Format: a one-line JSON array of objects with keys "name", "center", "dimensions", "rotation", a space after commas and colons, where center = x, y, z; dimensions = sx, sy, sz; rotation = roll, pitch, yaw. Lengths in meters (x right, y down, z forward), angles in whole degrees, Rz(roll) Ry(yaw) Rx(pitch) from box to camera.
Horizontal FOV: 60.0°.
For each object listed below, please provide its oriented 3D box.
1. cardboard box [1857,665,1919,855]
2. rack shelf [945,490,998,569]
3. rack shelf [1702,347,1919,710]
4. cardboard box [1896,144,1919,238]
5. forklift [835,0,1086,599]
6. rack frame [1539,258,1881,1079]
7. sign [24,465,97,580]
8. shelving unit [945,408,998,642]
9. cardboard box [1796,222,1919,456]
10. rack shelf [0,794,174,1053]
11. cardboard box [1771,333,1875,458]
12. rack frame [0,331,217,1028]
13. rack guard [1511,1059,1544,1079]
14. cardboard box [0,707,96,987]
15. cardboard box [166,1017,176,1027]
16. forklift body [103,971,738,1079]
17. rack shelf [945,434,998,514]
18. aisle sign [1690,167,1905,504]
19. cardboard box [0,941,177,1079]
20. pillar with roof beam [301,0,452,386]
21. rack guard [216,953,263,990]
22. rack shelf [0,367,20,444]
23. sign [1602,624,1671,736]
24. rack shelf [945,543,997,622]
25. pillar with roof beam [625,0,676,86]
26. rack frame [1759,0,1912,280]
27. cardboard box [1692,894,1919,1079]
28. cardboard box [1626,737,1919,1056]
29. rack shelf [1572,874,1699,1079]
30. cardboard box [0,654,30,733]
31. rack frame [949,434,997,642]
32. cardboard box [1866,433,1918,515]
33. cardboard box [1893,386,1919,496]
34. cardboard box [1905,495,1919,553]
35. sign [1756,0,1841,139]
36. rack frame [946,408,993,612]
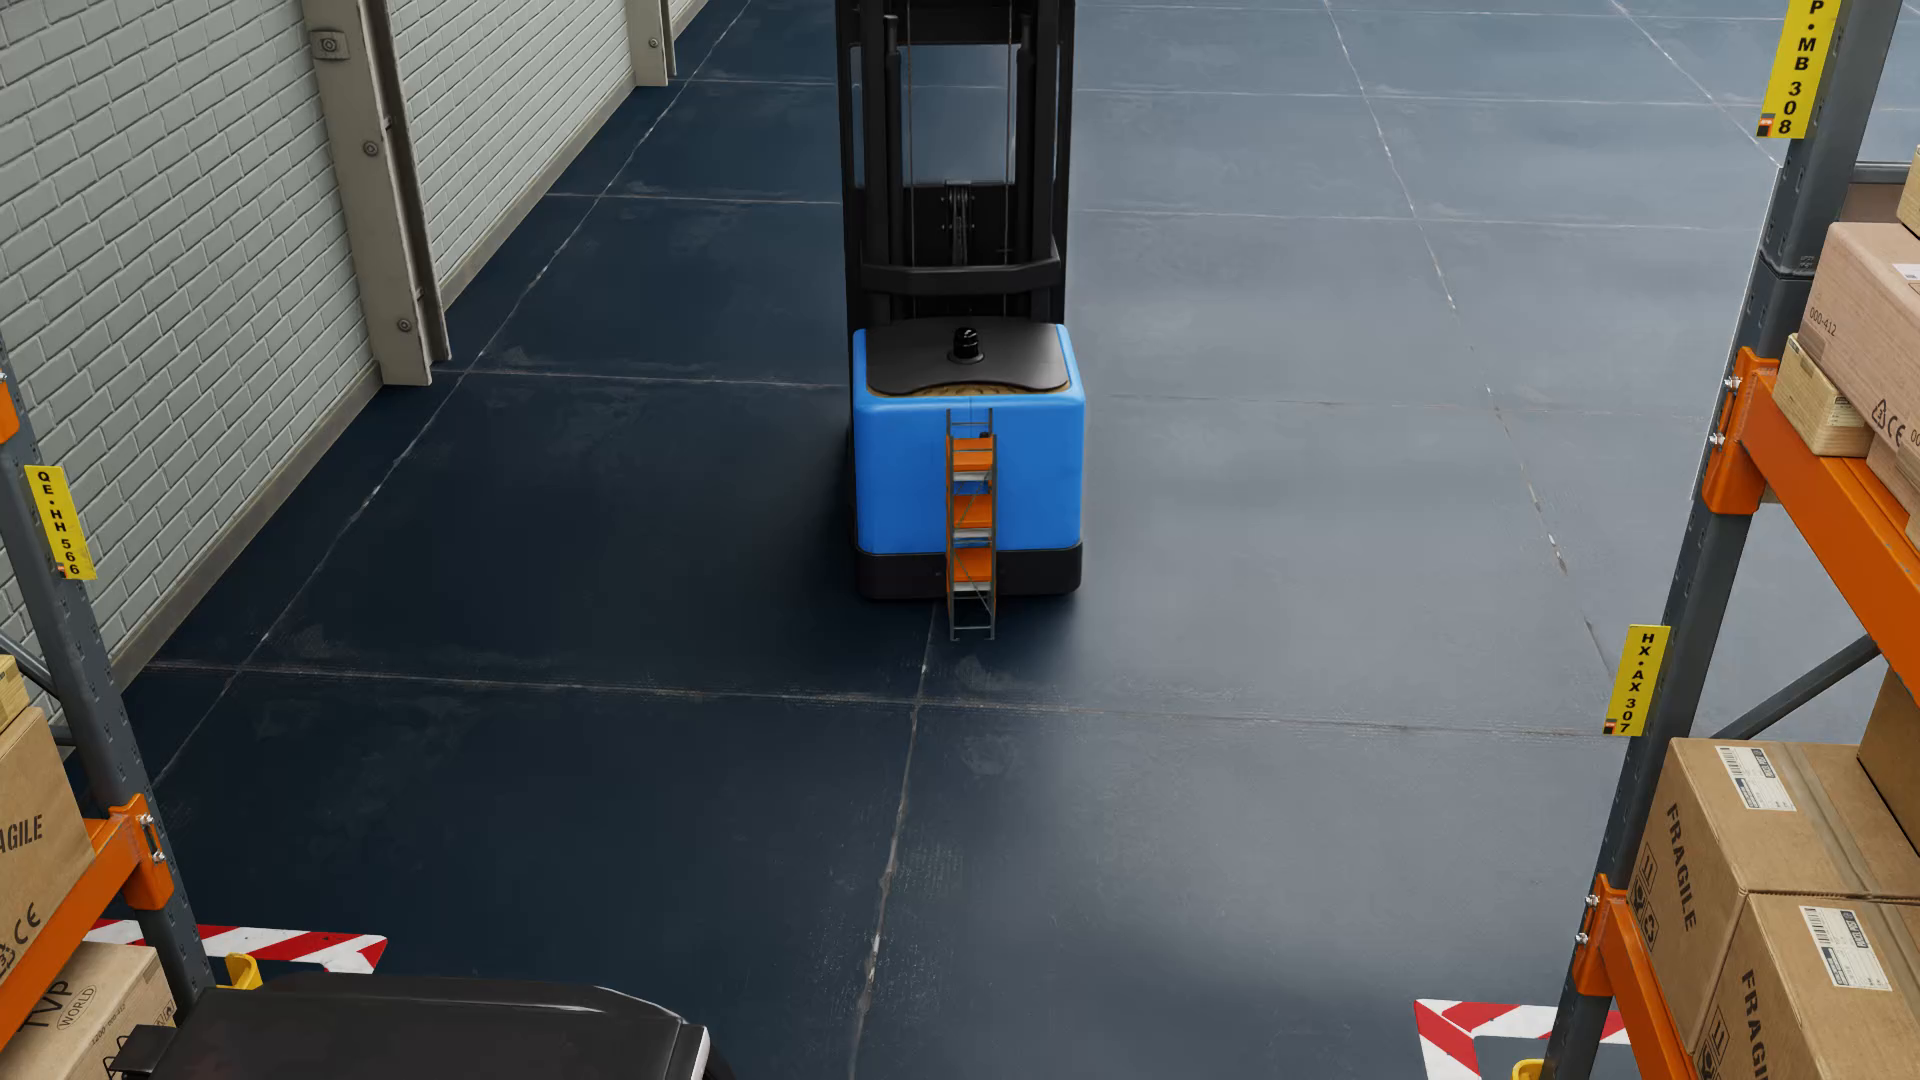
[{"name": "cardboard box", "center": [2.351, 0.415, 3.386], "dimensions": [0.700, 0.500, 0.500], "rotation": [2, 32, 3]}, {"name": "rack shelf", "center": [0.048, -0.047, 7.345], "dimensions": [0.215, 0.259, 0.240], "rotation": [-2, 32, -3]}, {"name": "rack shelf", "center": [2.012, 0.808, 1.906], "dimensions": [1.077, 0.370, 4.000], "rotation": [2, 32, 4]}, {"name": "cardboard box", "center": [1.942, -0.599, 2.984], "dimensions": [0.380, 0.149, 0.250], "rotation": [2, 32, 4]}, {"name": "forklift", "center": [-0.037, -1.718, 8.244], "dimensions": [1.130, 2.935, 3.031], "rotation": [-2, 32, -3]}, {"name": "rack frame", "center": [2.175, 0.733, 4.201], "dimensions": [1.000, 3.000, 0.127], "rotation": [2, 32, 4]}, {"name": "sign", "center": [-2.233, -0.040, 4.127], "dimensions": [0.100, 0.325, 0.005], "rotation": [2, 32, 4]}, {"name": "shelving unit", "center": [0.048, -0.056, 7.339], "dimensions": [0.215, 1.050, 0.252], "rotation": [-2, 32, -3]}, {"name": "cardboard box", "center": [1.868, -0.355, 2.967], "dimensions": [0.500, 0.250, 0.500], "rotation": [2, 32, 3]}, {"name": "rack shelf", "center": [-2.936, 1.875, 3.034], "dimensions": [1.077, 0.370, 4.000], "rotation": [2, 32, 4]}, {"name": "cardboard box", "center": [1.824, -0.277, 3.221], "dimensions": [0.380, 0.149, 0.250], "rotation": [2, 32, 4]}, {"name": "rack frame", "center": [-2.770, 0.523, 4.542], "dimensions": [0.949, 2.616, 0.053], "rotation": [2, 32, 4]}, {"name": "rack guard", "center": [2.168, 1.837, 4.793], "dimensions": [1.175, 0.500, 0.348], "rotation": [2, 32, 4]}, {"name": "cardboard box", "center": [-2.551, 0.749, 4.080], "dimensions": [0.500, 0.500, 0.500], "rotation": [2, 32, 3]}, {"name": "cardboard box", "center": [-2.501, 1.570, 4.587], "dimensions": [0.500, 0.250, 0.500], "rotation": [2, 32, 3]}, {"name": "forklift body", "center": [-1.109, 1.954, 3.029], "dimensions": [2.313, 2.155, 1.214], "rotation": [2, 32, 4]}, {"name": "rack shelf", "center": [0.048, -0.288, 7.196], "dimensions": [0.215, 0.259, 0.240], "rotation": [-2, 32, -3]}, {"name": "aisle sign", "center": [1.871, -0.419, 3.593], "dimensions": [0.394, 0.787, 0.004], "rotation": [2, 32, 4]}, {"name": "cardboard box", "center": [-2.500, 1.343, 4.479], "dimensions": [0.500, 0.250, 0.500], "rotation": [3, 32, 6]}, {"name": "pillar with roof beam", "center": [1.051, -4.659, 7.232], "dimensions": [9.100, 9.000, 0.400], "rotation": [2, 32, 4]}, {"name": "rack guard", "center": [-2.771, 1.575, 5.218], "dimensions": [1.175, 0.500, 0.348], "rotation": [2, 32, 4]}, {"name": "rack shelf", "center": [-2.936, 0.598, 2.247], "dimensions": [1.077, 0.370, 4.000], "rotation": [2, 32, 4]}, {"name": "sign", "center": [1.634, 0.342, 4.012], "dimensions": [0.100, 0.325, 0.005], "rotation": [2, 32, 4]}, {"name": "rack shelf", "center": [0.048, 0.190, 7.491], "dimensions": [0.215, 0.259, 0.240], "rotation": [-2, 32, -3]}, {"name": "pillar with roof beam", "center": [1.540, -7.796, 12.323], "dimensions": [9.100, 9.000, 0.400], "rotation": [2, 32, 4]}, {"name": "rack frame", "center": [2.175, -1.821, 2.627], "dimensions": [1.000, 3.000, 0.127], "rotation": [2, 32, 4]}, {"name": "cardboard box", "center": [1.821, 1.071, 3.275], "dimensions": [0.500, 0.500, 0.500], "rotation": [3, 32, 5]}, {"name": "cardboard box", "center": [1.860, 0.800, 3.714], "dimensions": [0.500, 0.500, 0.500], "rotation": [2, 32, 3]}, {"name": "rack shelf", "center": [2.012, 2.085, 2.693], "dimensions": [1.077, 0.370, 4.000], "rotation": [2, 32, 4]}, {"name": "cardboard box", "center": [-2.522, 0.398, 4.032], "dimensions": [0.380, 0.149, 0.250], "rotation": [3, 32, 5]}, {"name": "rack frame", "center": [0.055, 0.008, 7.236], "dimensions": [0.200, 1.050, 0.008], "rotation": [-2, 32, -3]}, {"name": "cardboard box", "center": [1.892, -0.136, 2.992], "dimensions": [0.380, 0.149, 0.250], "rotation": [1, 32, 2]}, {"name": "cardboard box", "center": [1.817, -0.092, 2.541], "dimensions": [0.500, 0.250, 0.500], "rotation": [2, 32, 3]}, {"name": "cardboard box", "center": [1.836, 0.001, 2.770], "dimensions": [0.380, 0.149, 0.250], "rotation": [3, 32, 5]}, {"name": "sign", "center": [1.634, -0.939, 3.222], "dimensions": [0.100, 0.325, 0.005], "rotation": [2, 32, 4]}, {"name": "rack frame", "center": [0.041, -0.119, 7.443], "dimensions": [0.200, 1.050, 0.008], "rotation": [-2, 32, -3]}]
